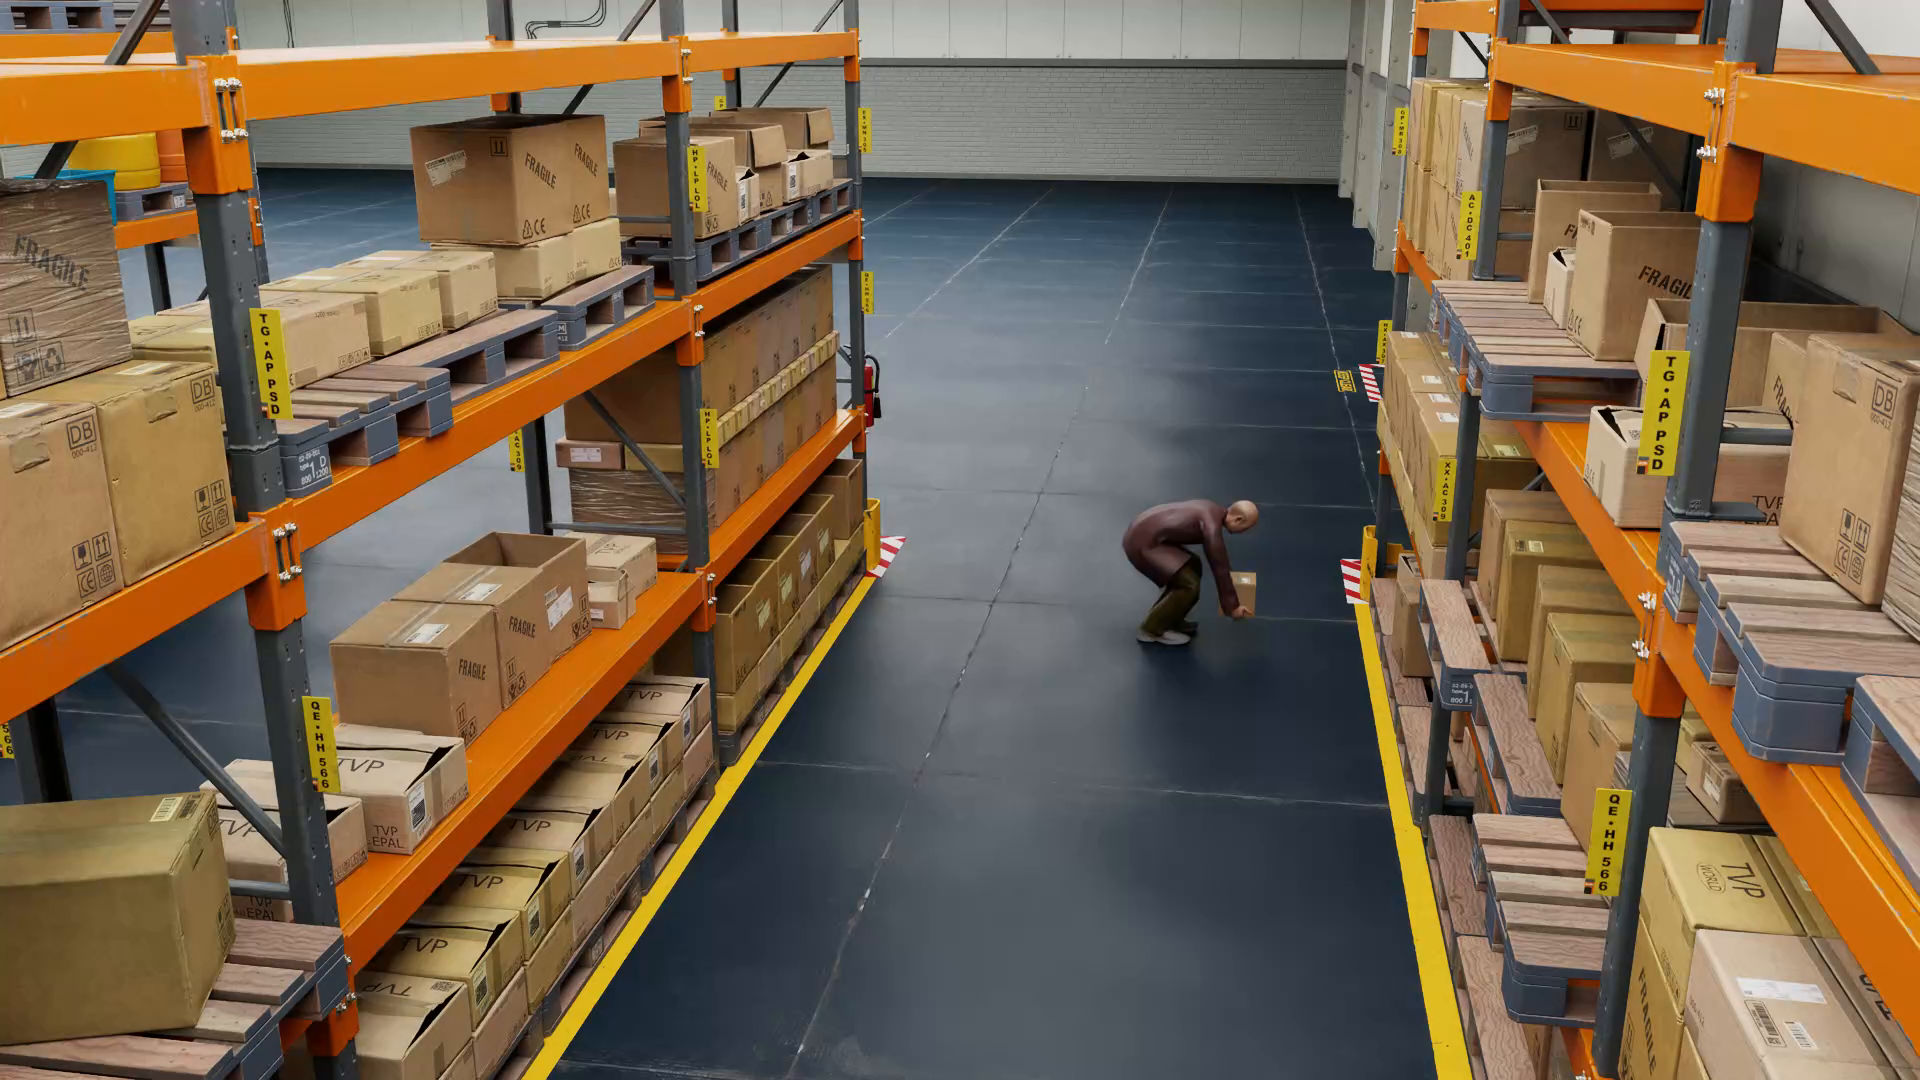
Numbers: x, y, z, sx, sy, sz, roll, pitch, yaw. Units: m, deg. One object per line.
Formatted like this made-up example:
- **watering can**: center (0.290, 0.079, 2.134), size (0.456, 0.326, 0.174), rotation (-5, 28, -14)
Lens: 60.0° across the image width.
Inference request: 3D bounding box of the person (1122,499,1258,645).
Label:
- **person**: center (1.605, 0.207, 11.685), size (0.935, 1.014, 0.587), rotation (2, 18, 6)
